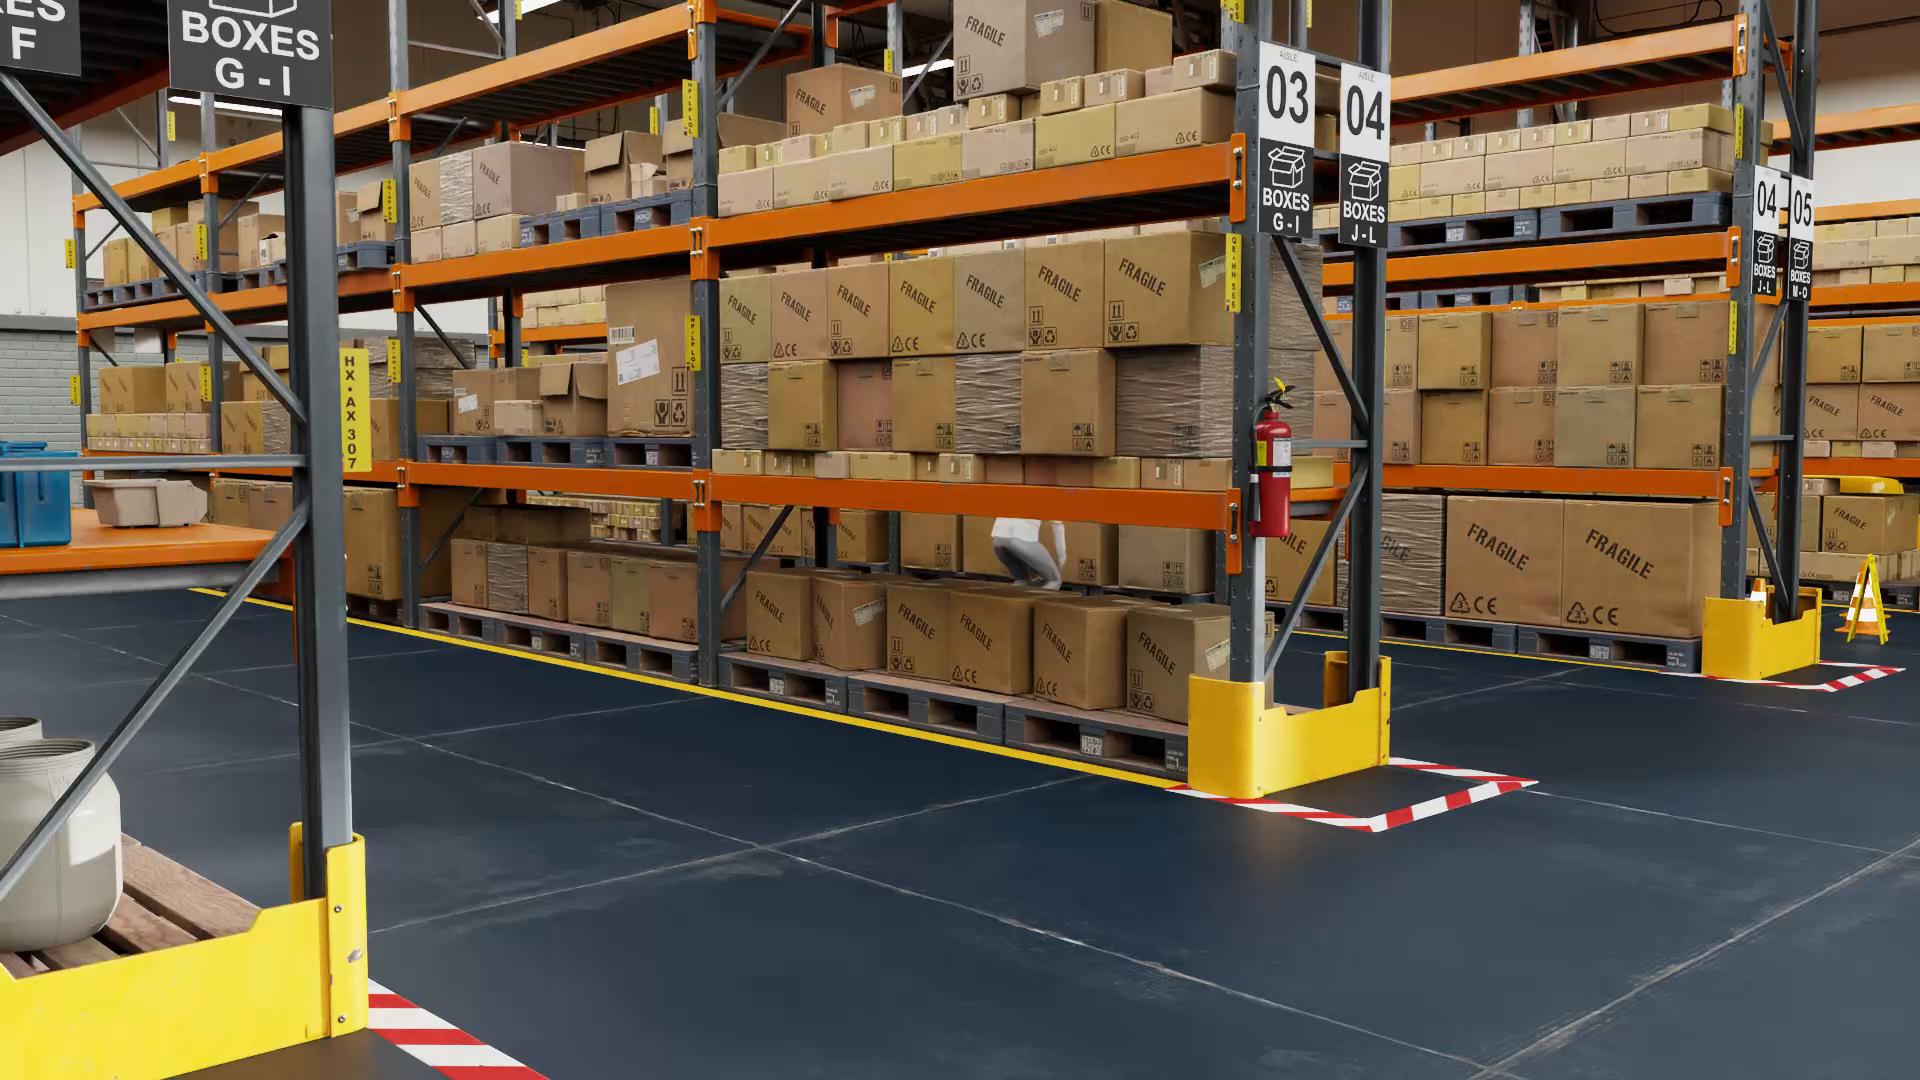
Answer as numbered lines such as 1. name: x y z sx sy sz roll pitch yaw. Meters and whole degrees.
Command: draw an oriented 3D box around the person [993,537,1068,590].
1. person: 0.543 -0.005 12.535 0.675 1.333 0.445 -4 6 -44
